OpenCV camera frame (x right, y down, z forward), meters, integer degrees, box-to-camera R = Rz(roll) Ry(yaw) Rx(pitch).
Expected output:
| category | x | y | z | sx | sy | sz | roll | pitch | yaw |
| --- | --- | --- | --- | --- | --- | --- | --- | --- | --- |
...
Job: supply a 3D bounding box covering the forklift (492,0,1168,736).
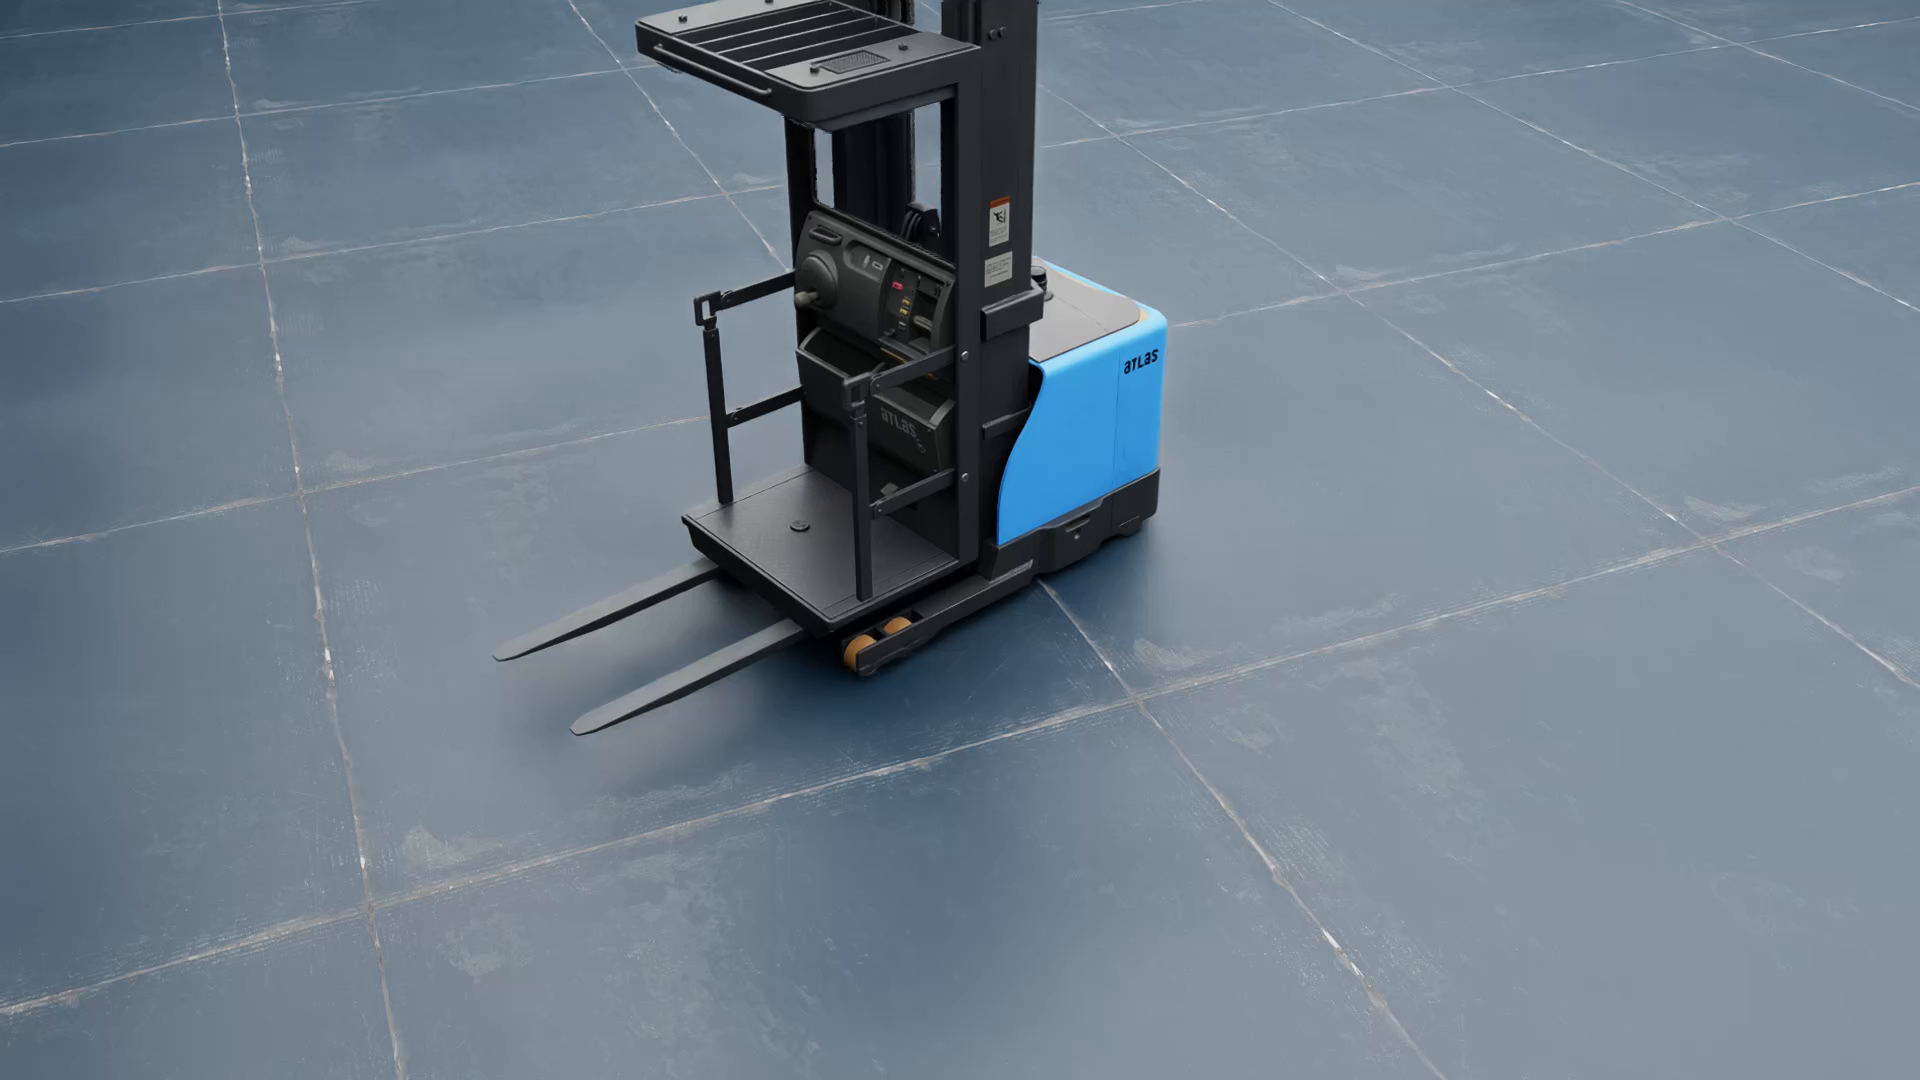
| category | x | y | z | sx | sy | sz | roll | pitch | yaw |
| --- | --- | --- | --- | --- | --- | --- | --- | --- | --- |
| forklift | -0.511 | -0.990 | 6.584 | 3.031 | 2.935 | 1.130 | -25 | 41 | -33 |
